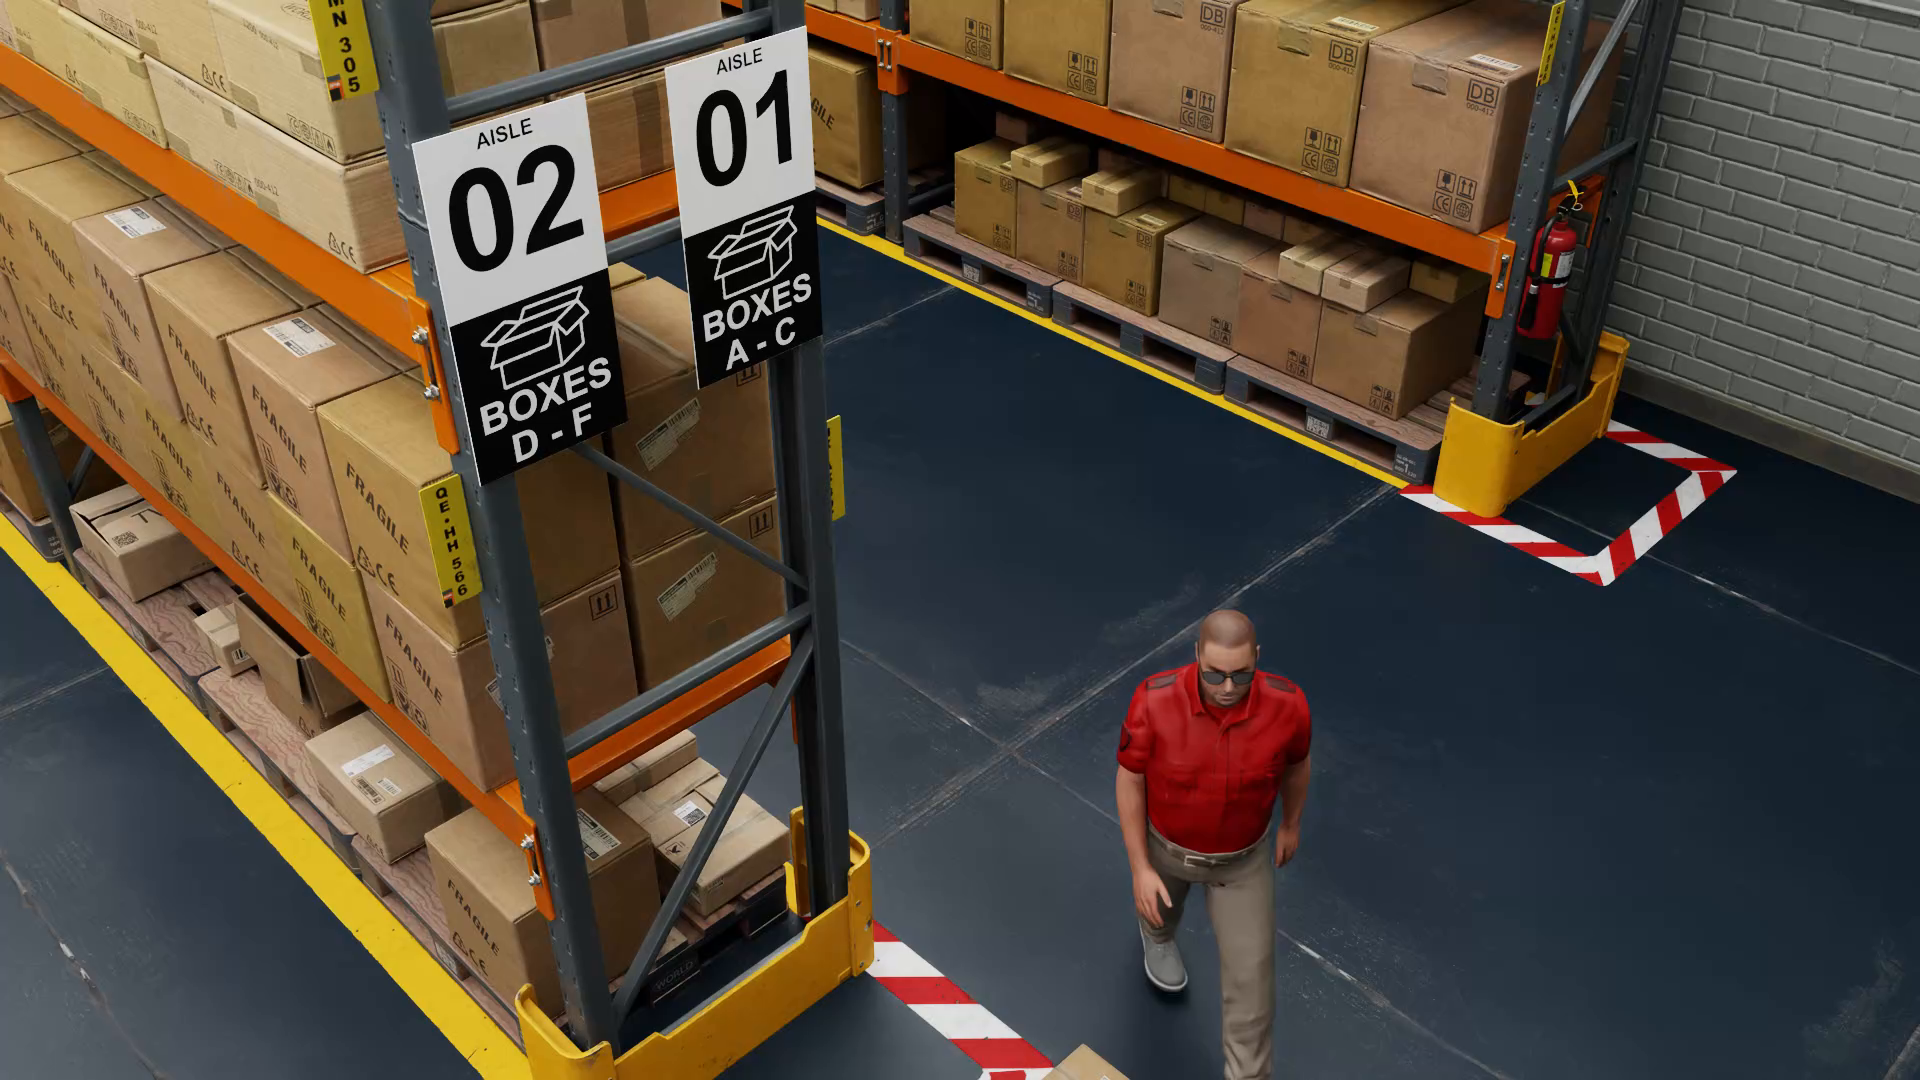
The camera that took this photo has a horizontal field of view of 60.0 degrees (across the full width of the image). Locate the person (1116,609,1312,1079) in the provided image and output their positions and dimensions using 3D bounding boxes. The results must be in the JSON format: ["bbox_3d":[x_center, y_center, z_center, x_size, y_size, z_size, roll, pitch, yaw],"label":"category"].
[{"bbox_3d":[0.723,0.936,4.843,0.579,1.674,1.007,5,36,7],"label":"person"}]
